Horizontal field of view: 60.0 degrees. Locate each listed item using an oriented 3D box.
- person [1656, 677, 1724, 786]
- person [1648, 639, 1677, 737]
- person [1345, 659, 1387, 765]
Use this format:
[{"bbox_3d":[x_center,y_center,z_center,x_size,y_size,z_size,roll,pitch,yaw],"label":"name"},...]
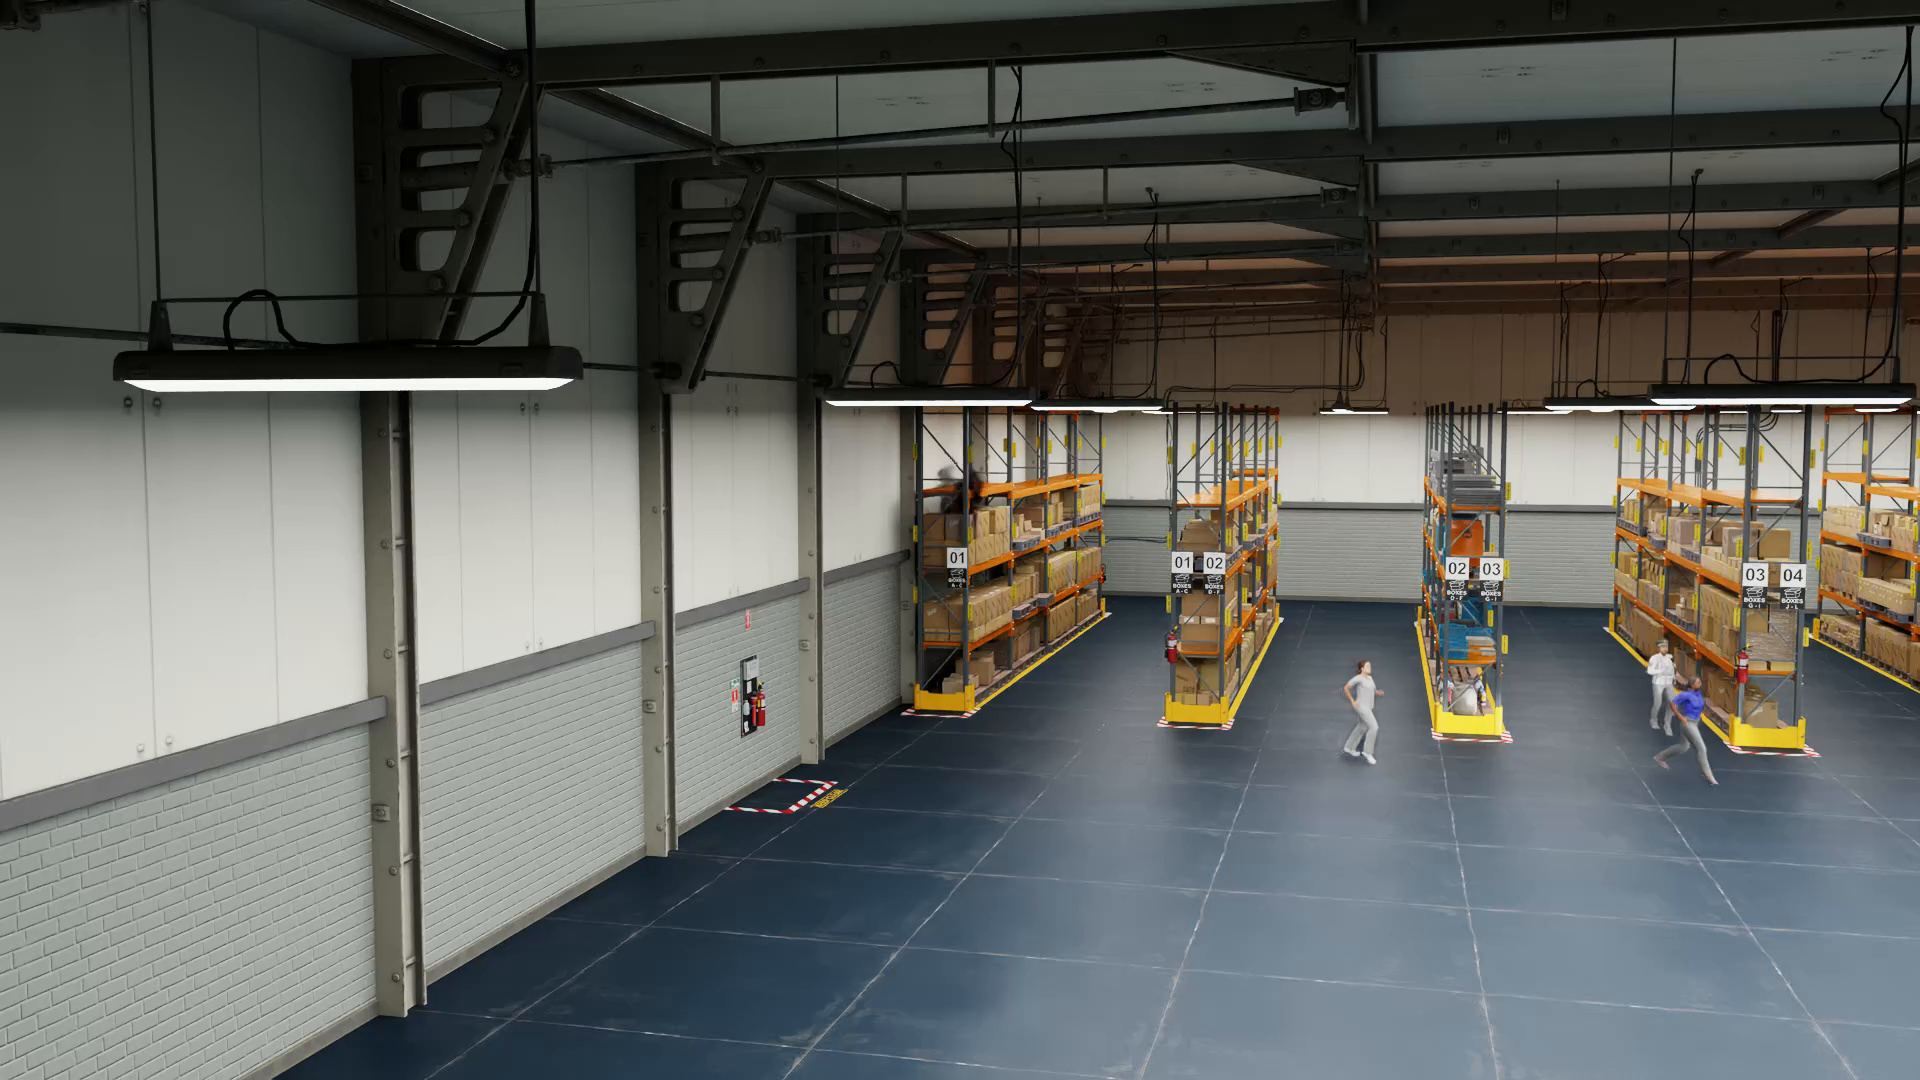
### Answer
[{"bbox_3d":[11.528,2.976,26.200,1.089,1.672,0.544,4,6,41],"label":"person"},{"bbox_3d":[12.716,2.653,30.046,0.596,1.748,0.719,0,4,2],"label":"person"},{"bbox_3d":[6.743,2.839,27.661,0.772,1.723,0.537,3,5,40],"label":"person"}]
